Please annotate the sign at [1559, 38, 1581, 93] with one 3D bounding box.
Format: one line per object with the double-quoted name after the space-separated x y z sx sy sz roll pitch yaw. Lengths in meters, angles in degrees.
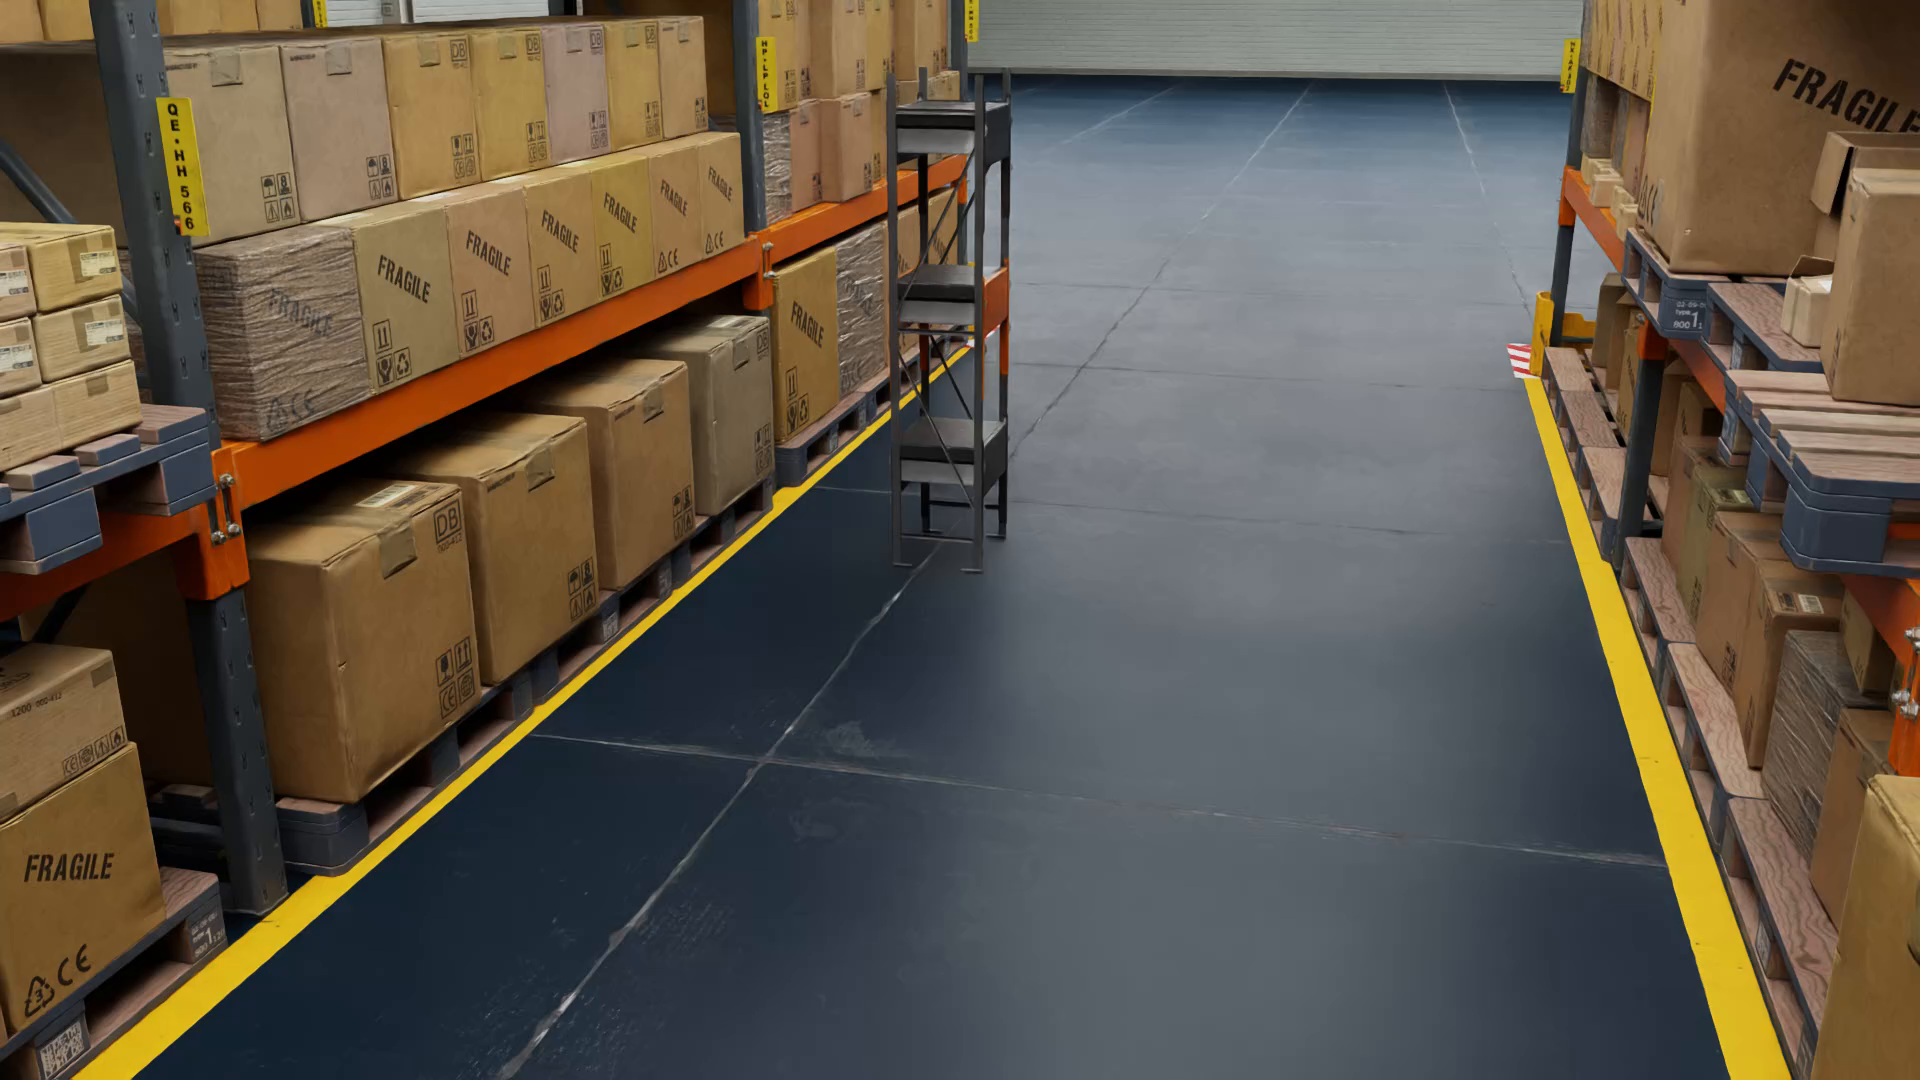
3.813 -2.962 10.380 0.100 0.325 0.005 5 19 13 "sign"

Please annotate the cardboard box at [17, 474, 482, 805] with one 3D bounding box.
-2.165 0.256 5.127 1.050 0.750 0.750 4 19 13 "cardboard box"

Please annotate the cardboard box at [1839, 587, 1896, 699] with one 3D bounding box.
2.639 0.238 4.376 0.500 0.250 0.500 7 20 20 "cardboard box"

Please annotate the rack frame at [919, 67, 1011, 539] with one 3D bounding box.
0.019 -1.018 7.420 0.400 2.100 0.015 5 19 13 "rack frame"

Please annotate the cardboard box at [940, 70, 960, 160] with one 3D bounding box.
-0.493 -2.884 11.259 0.875 0.550 0.550 5 19 13 "cardboard box"

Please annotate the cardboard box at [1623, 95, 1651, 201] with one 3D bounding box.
3.712 -1.899 7.991 0.875 0.500 0.500 5 19 13 "cardboard box"

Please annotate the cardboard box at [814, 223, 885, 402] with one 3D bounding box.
-0.985 -1.347 9.628 0.875 0.875 0.875 5 19 14 "cardboard box"

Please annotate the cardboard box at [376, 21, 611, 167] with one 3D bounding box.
-1.787 -1.724 6.393 0.700 0.500 0.500 5 19 14 "cardboard box"

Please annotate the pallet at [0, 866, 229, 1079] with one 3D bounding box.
-2.593 1.139 4.027 1.003 0.211 1.213 5 19 13 "pallet"

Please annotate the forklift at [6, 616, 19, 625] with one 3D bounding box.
-5.074 -1.125 6.446 3.031 2.935 1.130 -3 19 -9 "forklift"

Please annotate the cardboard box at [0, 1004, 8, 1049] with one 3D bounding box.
-2.439 0.948 3.490 0.500 0.500 0.500 5 20 16 "cardboard box"

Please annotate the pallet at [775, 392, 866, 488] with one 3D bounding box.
-1.162 -0.592 9.094 1.003 0.211 1.213 5 19 13 "pallet"

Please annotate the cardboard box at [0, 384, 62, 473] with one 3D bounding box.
-2.138 -0.237 3.480 0.380 0.149 0.250 5 19 13 "cardboard box"

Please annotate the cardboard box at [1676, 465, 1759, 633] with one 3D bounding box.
3.056 0.057 6.065 0.700 0.500 0.500 5 19 13 "cardboard box"

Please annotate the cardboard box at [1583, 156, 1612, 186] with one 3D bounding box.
3.883 -2.166 9.778 0.380 0.149 0.250 5 19 13 "cardboard box"

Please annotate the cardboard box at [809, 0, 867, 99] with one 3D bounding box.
-1.013 -2.714 9.091 0.875 0.550 0.550 5 19 13 "cardboard box"

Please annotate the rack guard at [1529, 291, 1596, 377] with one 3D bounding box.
4.320 -1.303 10.729 1.175 0.500 0.348 5 19 13 "rack guard"

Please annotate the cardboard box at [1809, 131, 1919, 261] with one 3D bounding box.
3.028 -0.953 5.028 0.797 0.503 0.637 7 20 19 "cardboard box"

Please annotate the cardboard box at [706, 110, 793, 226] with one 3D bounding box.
-1.345 -1.867 8.281 0.875 0.550 0.550 5 19 13 "cardboard box"

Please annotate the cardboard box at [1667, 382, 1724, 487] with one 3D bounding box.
3.498 -0.394 7.418 0.500 0.500 0.500 4 19 12 "cardboard box"

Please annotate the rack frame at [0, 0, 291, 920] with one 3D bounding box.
-2.401 -0.426 4.293 1.000 3.000 0.127 5 19 13 "rack frame"

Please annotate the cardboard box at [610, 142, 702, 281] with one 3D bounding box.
-1.415 -1.384 6.943 0.500 0.500 0.500 4 19 13 "cardboard box"

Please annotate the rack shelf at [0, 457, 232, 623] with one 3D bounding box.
-2.889 0.542 2.574 1.077 0.370 4.000 5 19 13 "rack shelf"

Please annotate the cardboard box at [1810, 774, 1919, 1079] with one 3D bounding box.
2.195 1.019 2.701 1.225 0.875 0.875 4 19 11 "cardboard box"

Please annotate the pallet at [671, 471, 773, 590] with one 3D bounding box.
-1.539 -0.112 7.689 1.003 0.211 1.213 5 19 13 "pallet"

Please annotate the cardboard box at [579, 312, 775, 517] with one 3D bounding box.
-1.488 -0.612 7.669 1.050 0.750 0.750 5 19 13 "cardboard box"

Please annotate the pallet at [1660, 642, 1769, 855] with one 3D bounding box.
2.877 0.691 5.337 1.003 0.211 1.213 5 19 13 "pallet"

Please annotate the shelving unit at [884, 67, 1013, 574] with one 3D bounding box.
-0.040 -0.942 7.196 0.431 2.100 0.503 5 19 13 "shelving unit"

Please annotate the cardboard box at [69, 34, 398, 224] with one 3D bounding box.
-2.159 -1.245 4.990 0.700 0.500 0.500 4 19 13 "cardboard box"

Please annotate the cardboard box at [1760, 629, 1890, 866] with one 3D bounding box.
2.652 0.586 4.518 0.700 0.500 0.500 3 19 9 "cardboard box"

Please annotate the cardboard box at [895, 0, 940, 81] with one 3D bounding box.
-0.619 -3.222 10.578 0.875 0.550 0.550 5 19 13 "cardboard box"

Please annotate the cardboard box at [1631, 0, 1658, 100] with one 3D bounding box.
3.326 -2.237 7.434 0.500 0.500 0.500 5 19 13 "cardboard box"

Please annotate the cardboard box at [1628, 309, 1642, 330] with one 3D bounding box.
3.886 -0.946 9.035 0.500 0.500 0.500 7 20 18 "cardboard box"

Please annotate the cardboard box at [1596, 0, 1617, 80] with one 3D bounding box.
3.690 -2.707 8.811 0.500 0.500 0.500 5 19 13 "cardboard box"

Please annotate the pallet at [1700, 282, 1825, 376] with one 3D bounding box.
2.828 -0.535 4.911 1.003 0.211 1.213 5 19 13 "pallet"

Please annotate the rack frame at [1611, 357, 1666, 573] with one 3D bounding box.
3.362 -1.256 6.724 1.000 3.000 0.127 5 19 13 "rack frame"

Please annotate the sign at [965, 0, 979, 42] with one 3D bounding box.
0.077 -3.546 11.271 0.100 0.325 0.005 5 19 13 "sign"

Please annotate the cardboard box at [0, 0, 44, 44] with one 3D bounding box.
-5.784 -2.979 9.607 0.700 0.500 0.500 5 19 14 "cardboard box"

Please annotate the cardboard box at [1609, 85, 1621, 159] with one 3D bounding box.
4.172 -2.361 9.346 0.875 0.500 0.500 5 19 13 "cardboard box"

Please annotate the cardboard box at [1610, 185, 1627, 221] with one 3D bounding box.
3.510 -1.697 8.403 0.380 0.149 0.250 5 19 13 "cardboard box"

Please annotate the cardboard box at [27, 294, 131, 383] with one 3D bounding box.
-2.080 -0.456 3.659 0.380 0.149 0.250 5 20 15 "cardboard box"

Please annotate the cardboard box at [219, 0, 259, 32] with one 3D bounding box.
-5.315 -3.618 11.478 0.700 0.500 0.500 5 19 14 "cardboard box"

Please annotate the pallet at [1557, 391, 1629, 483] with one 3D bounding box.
3.787 -0.533 8.922 1.003 0.211 1.213 5 19 13 "pallet"

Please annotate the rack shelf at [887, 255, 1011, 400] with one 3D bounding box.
-0.040 -0.929 7.201 0.431 0.518 0.480 5 19 13 "rack shelf"

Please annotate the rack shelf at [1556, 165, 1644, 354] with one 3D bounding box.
3.850 -1.542 8.676 1.077 0.370 4.000 5 19 13 "rack shelf"

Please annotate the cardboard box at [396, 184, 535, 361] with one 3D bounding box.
-1.784 -0.910 5.557 0.500 0.500 0.500 5 19 13 "cardboard box"

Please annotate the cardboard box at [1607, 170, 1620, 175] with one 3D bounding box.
3.739 -1.928 9.080 0.380 0.149 0.250 5 19 13 "cardboard box"

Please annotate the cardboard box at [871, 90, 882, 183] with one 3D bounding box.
-0.954 -2.375 9.769 0.875 0.550 0.500 5 19 13 "cardboard box"
